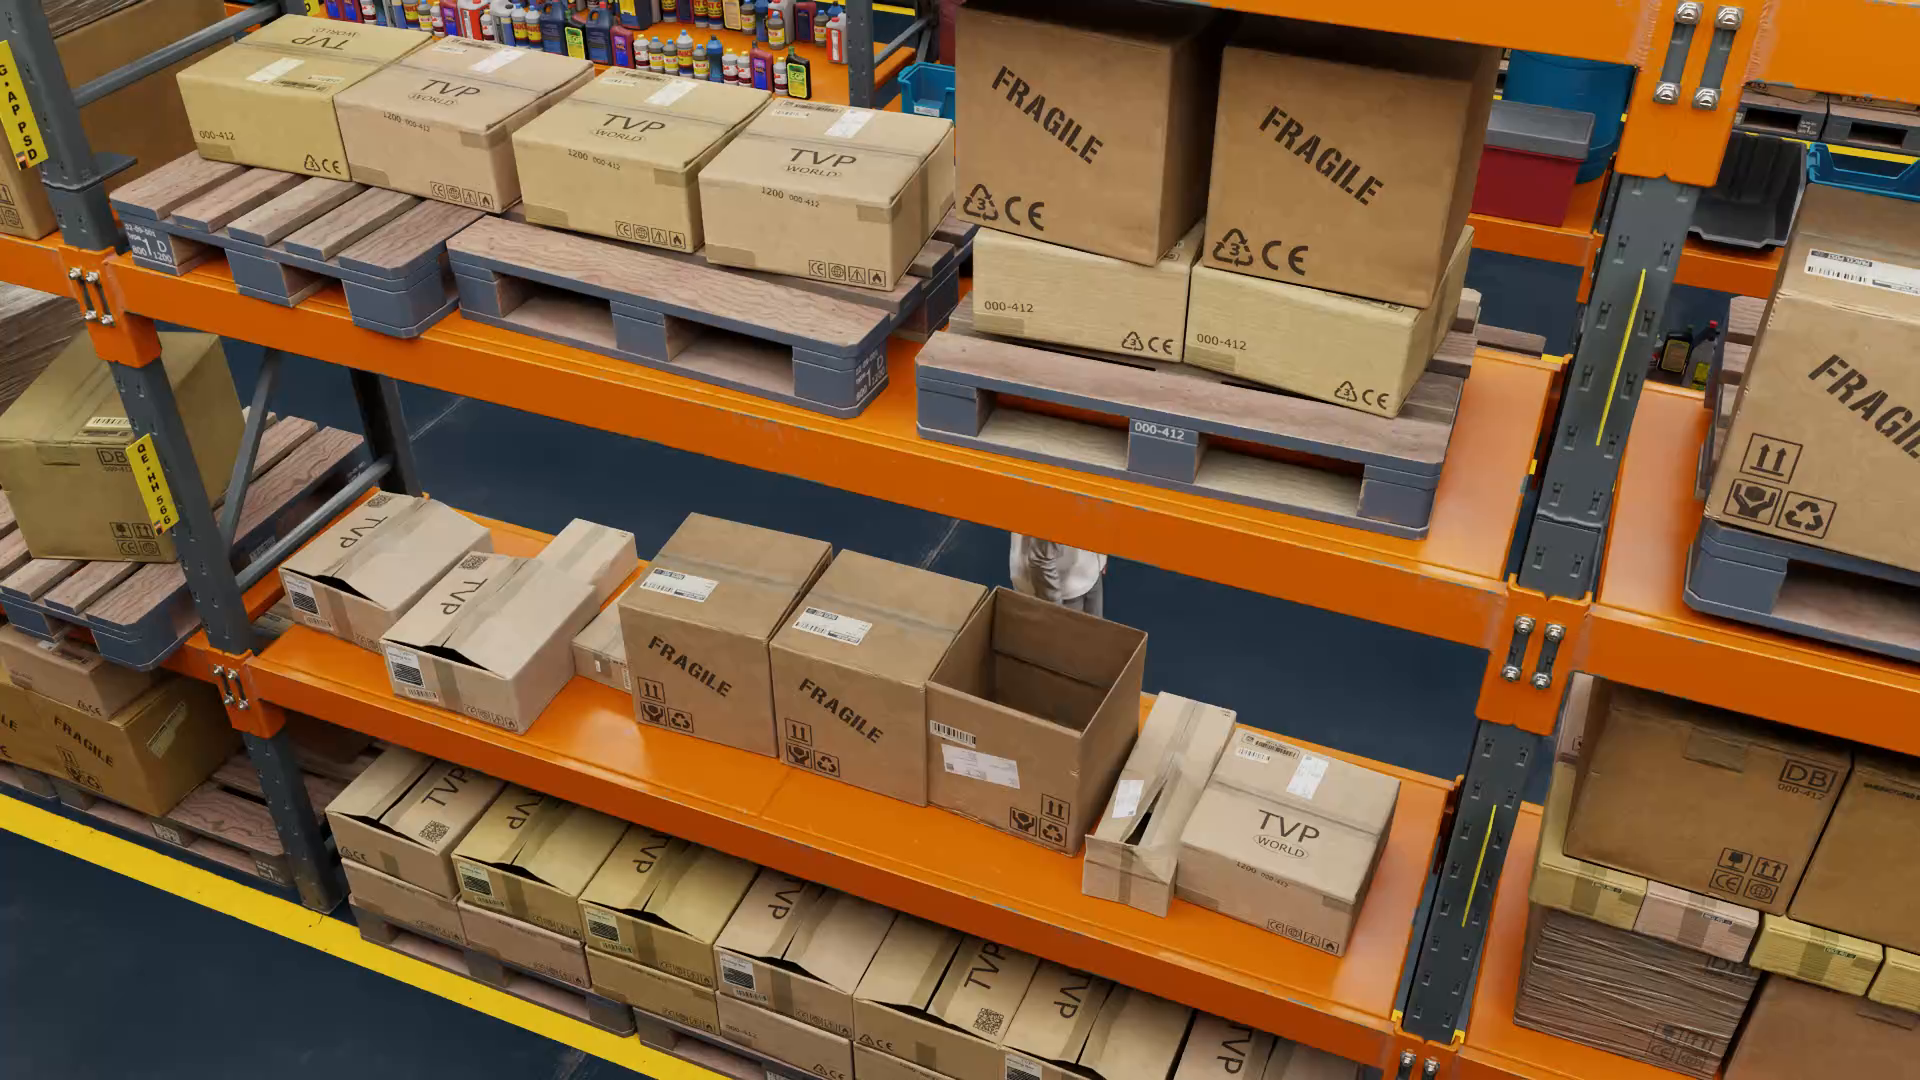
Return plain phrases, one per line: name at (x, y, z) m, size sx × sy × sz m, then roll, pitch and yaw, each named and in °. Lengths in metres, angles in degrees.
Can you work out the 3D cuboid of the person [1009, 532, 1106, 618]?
person at (0.435, 0.141, 6.614) m, size 0.462 × 1.770 × 0.579 m, roll 13°, pitch 39°, yaw 17°
